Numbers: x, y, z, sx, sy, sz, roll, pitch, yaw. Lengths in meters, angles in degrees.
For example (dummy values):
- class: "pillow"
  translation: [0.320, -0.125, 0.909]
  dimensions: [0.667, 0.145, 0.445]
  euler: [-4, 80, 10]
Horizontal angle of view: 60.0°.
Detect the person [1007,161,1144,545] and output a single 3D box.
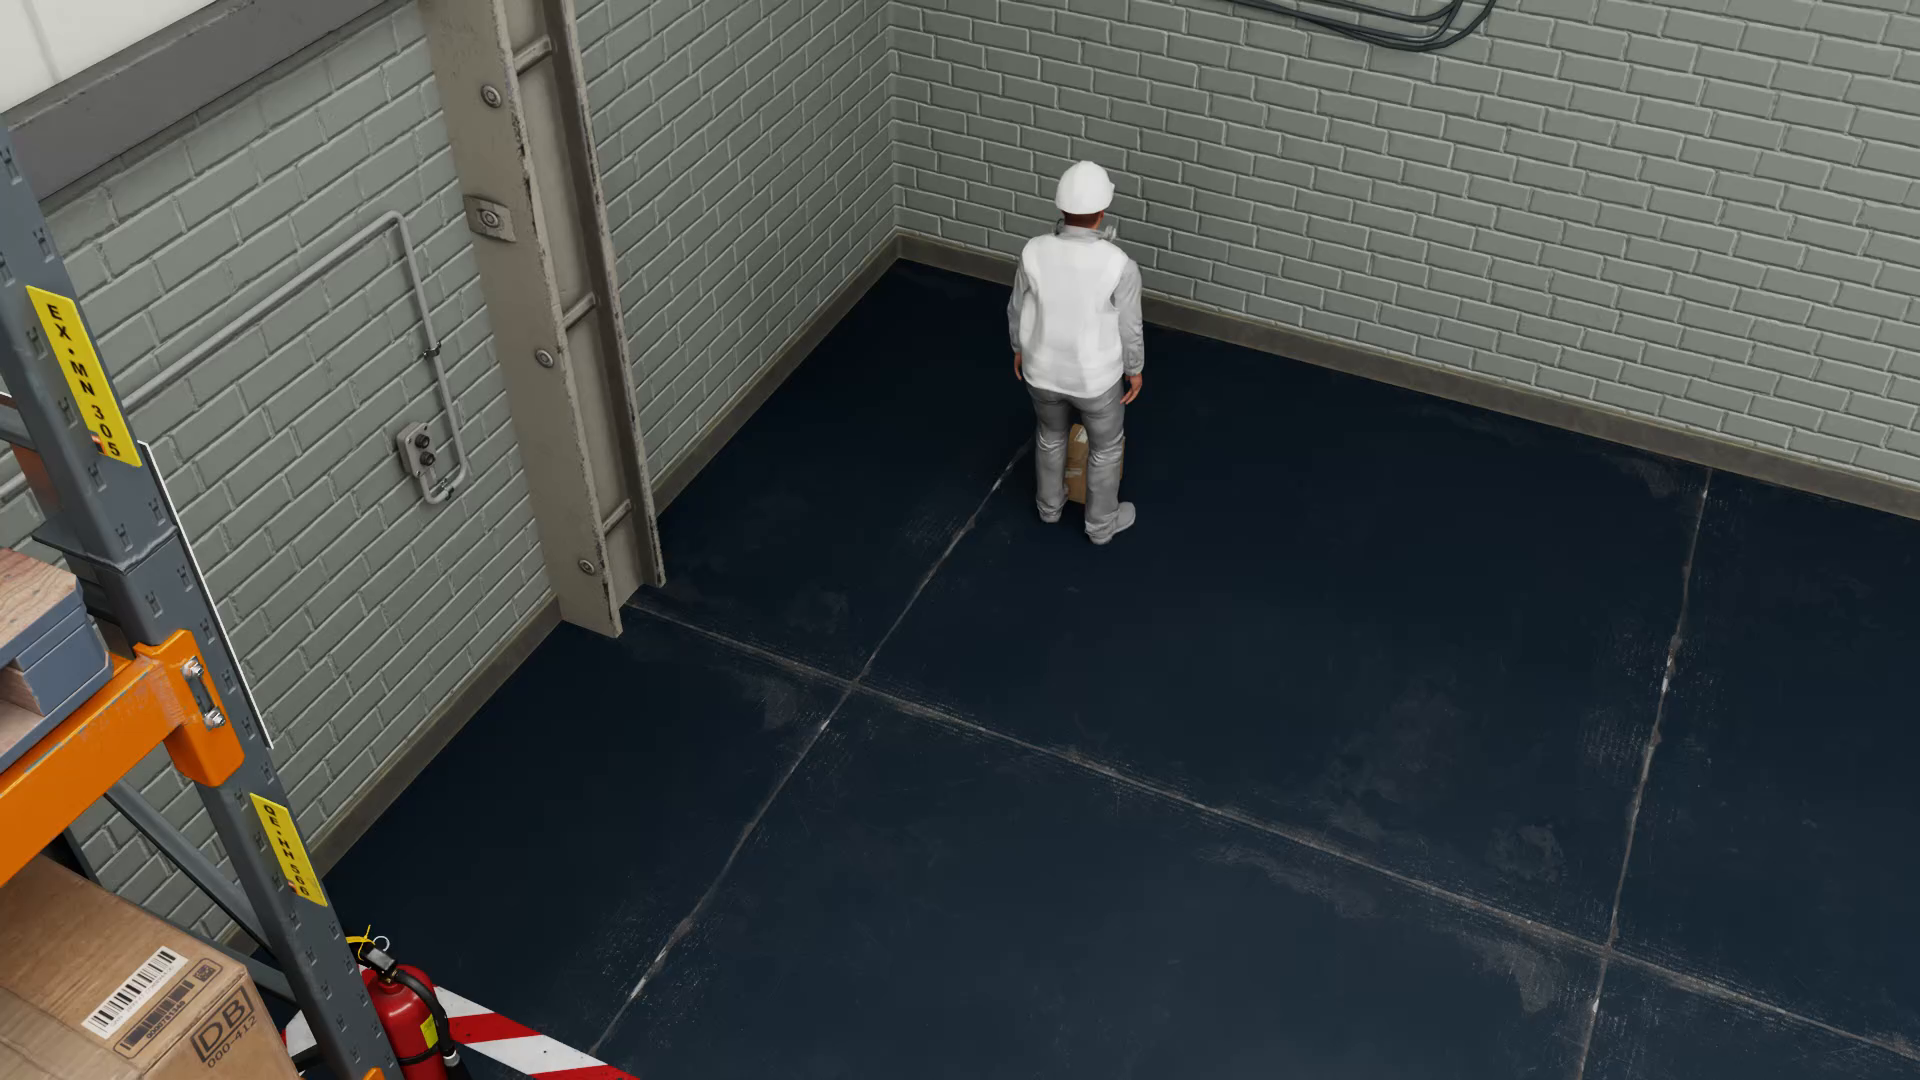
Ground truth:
- class: "person"
  translation: [0.489, -0.751, 6.984]
  dimensions: [0.582, 1.769, 0.476]
  euler: [15, 44, 16]
